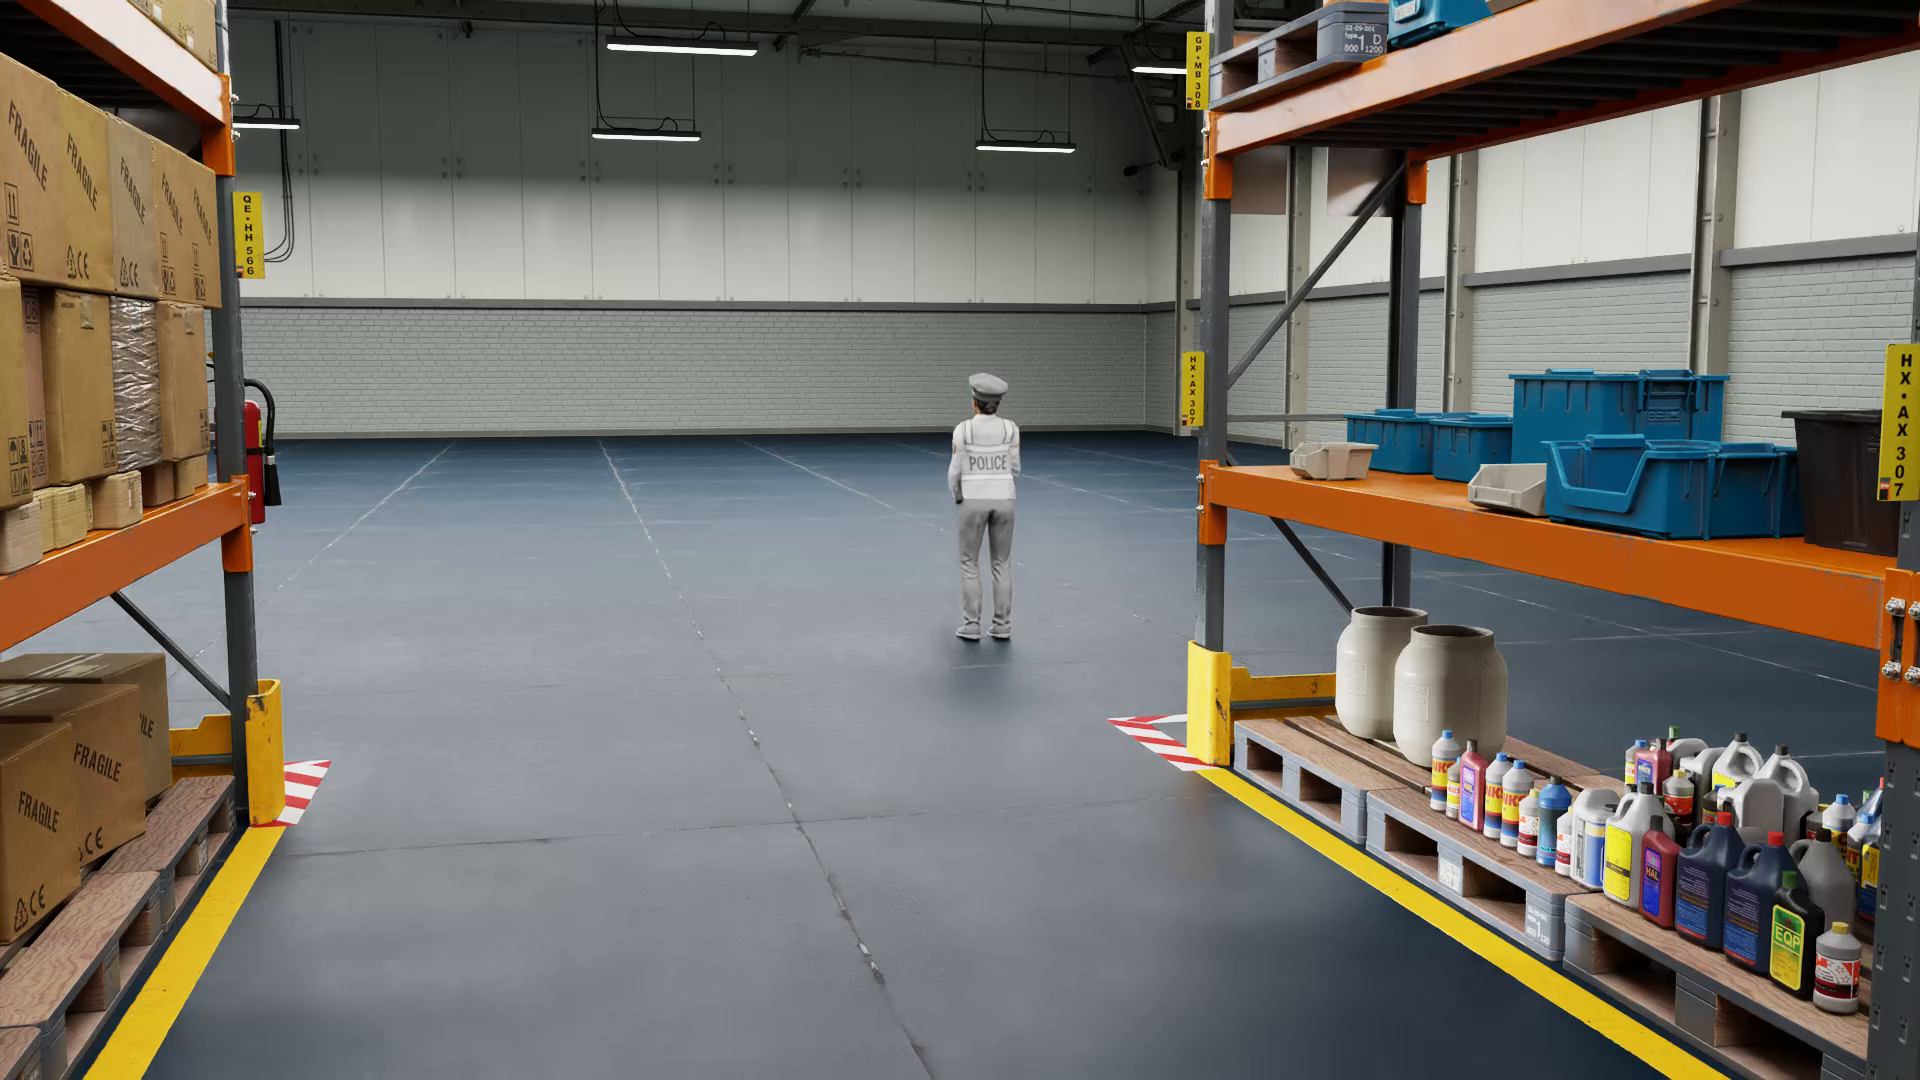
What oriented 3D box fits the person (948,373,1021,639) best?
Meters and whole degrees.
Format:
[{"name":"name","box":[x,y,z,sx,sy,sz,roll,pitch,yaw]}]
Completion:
[{"name":"person","box":[0.151,-0.213,10.523,0.459,1.686,0.563,-1,6,-13]}]
